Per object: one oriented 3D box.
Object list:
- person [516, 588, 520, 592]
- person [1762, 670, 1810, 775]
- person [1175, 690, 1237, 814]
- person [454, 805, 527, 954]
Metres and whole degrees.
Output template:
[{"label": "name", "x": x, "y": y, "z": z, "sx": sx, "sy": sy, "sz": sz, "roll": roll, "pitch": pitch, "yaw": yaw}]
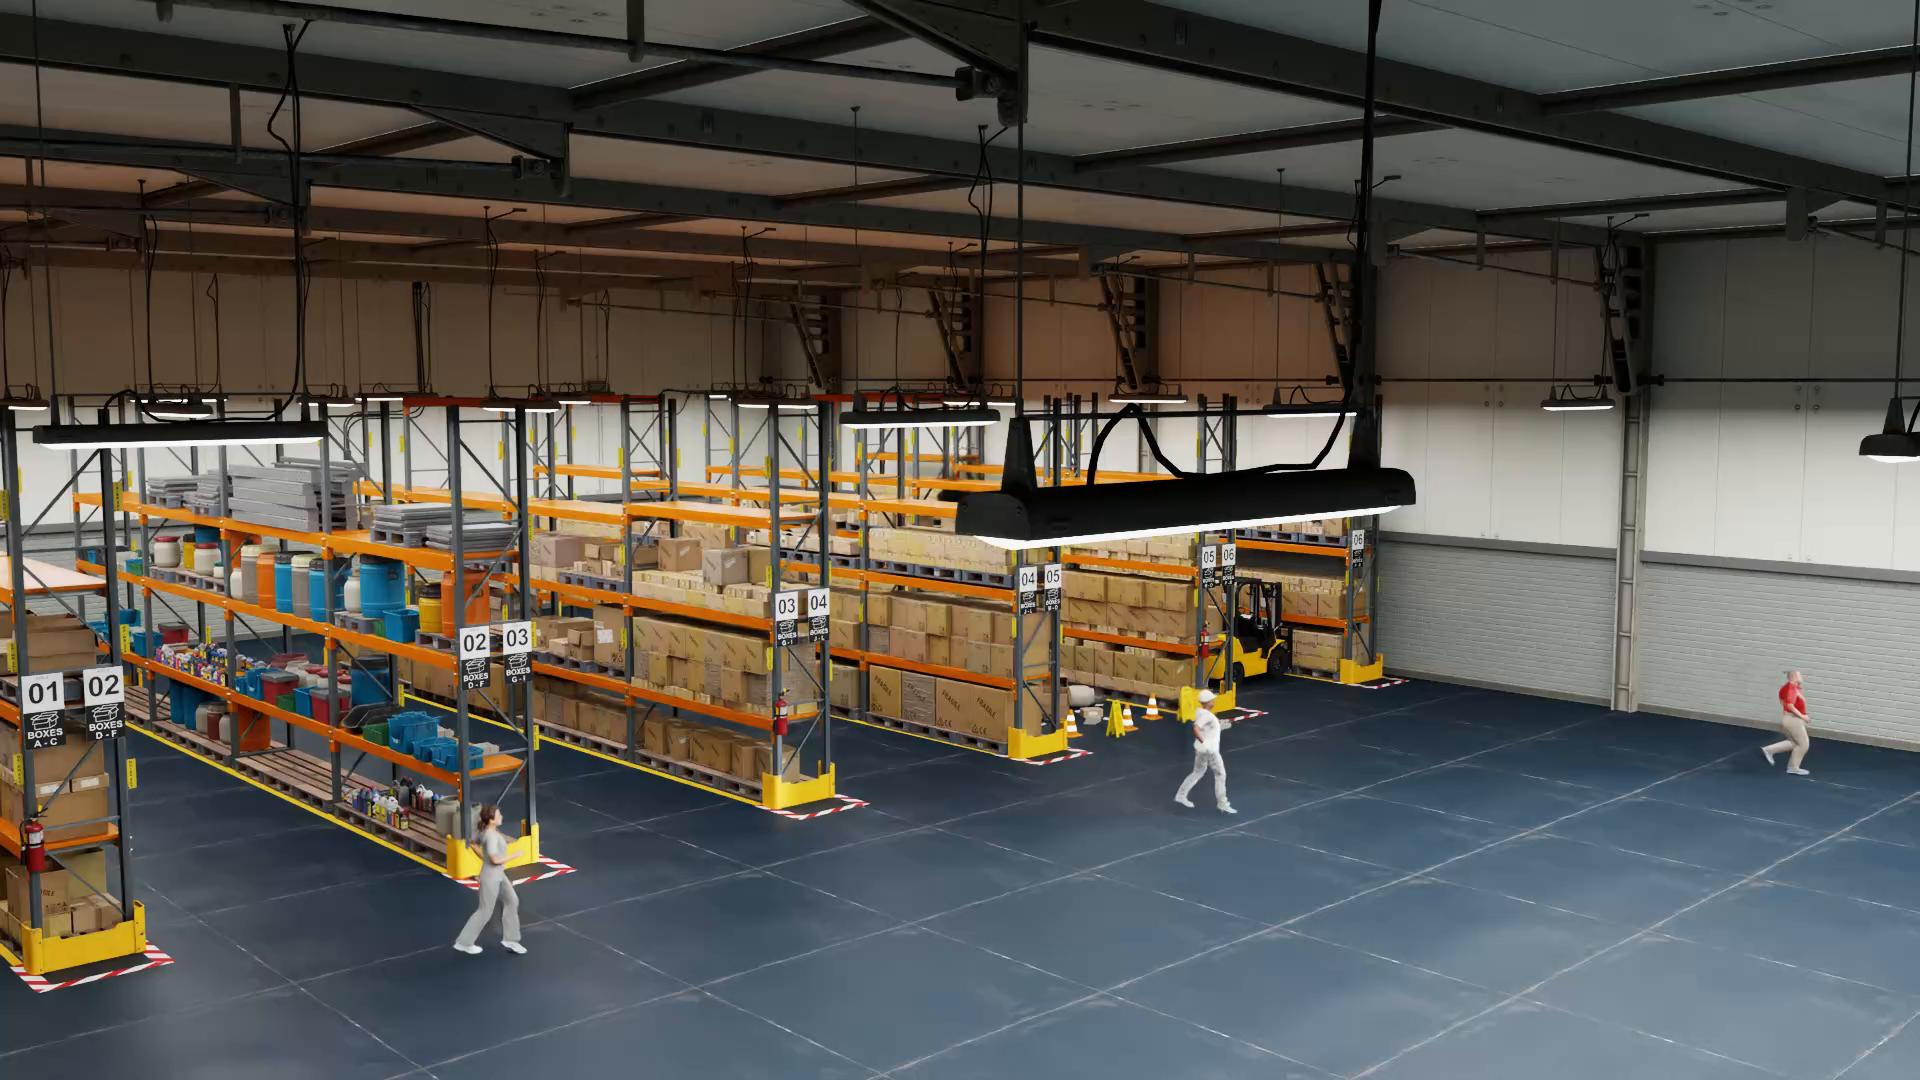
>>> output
[{"label": "person", "x": -10.073, "y": 1.899, "z": 37.647, "sx": 0.537, "sy": 1.638, "sz": 0.722, "roll": -5, "pitch": 7, "yaw": -40}, {"label": "person", "x": 13.299, "y": 2.913, "z": 26.676, "sx": 0.653, "sy": 1.682, "sz": 0.686, "roll": 1, "pitch": 6, "yaw": 13}, {"label": "person", "x": 3.589, "y": 3.083, "z": 24.224, "sx": 0.897, "sy": 1.818, "sz": 0.671, "roll": -1, "pitch": 6, "yaw": -8}, {"label": "person", "x": -5.146, "y": 3.745, "z": 18.171, "sx": 0.784, "sy": 1.726, "sz": 0.551, "roll": -2, "pitch": 6, "yaw": -16}]
